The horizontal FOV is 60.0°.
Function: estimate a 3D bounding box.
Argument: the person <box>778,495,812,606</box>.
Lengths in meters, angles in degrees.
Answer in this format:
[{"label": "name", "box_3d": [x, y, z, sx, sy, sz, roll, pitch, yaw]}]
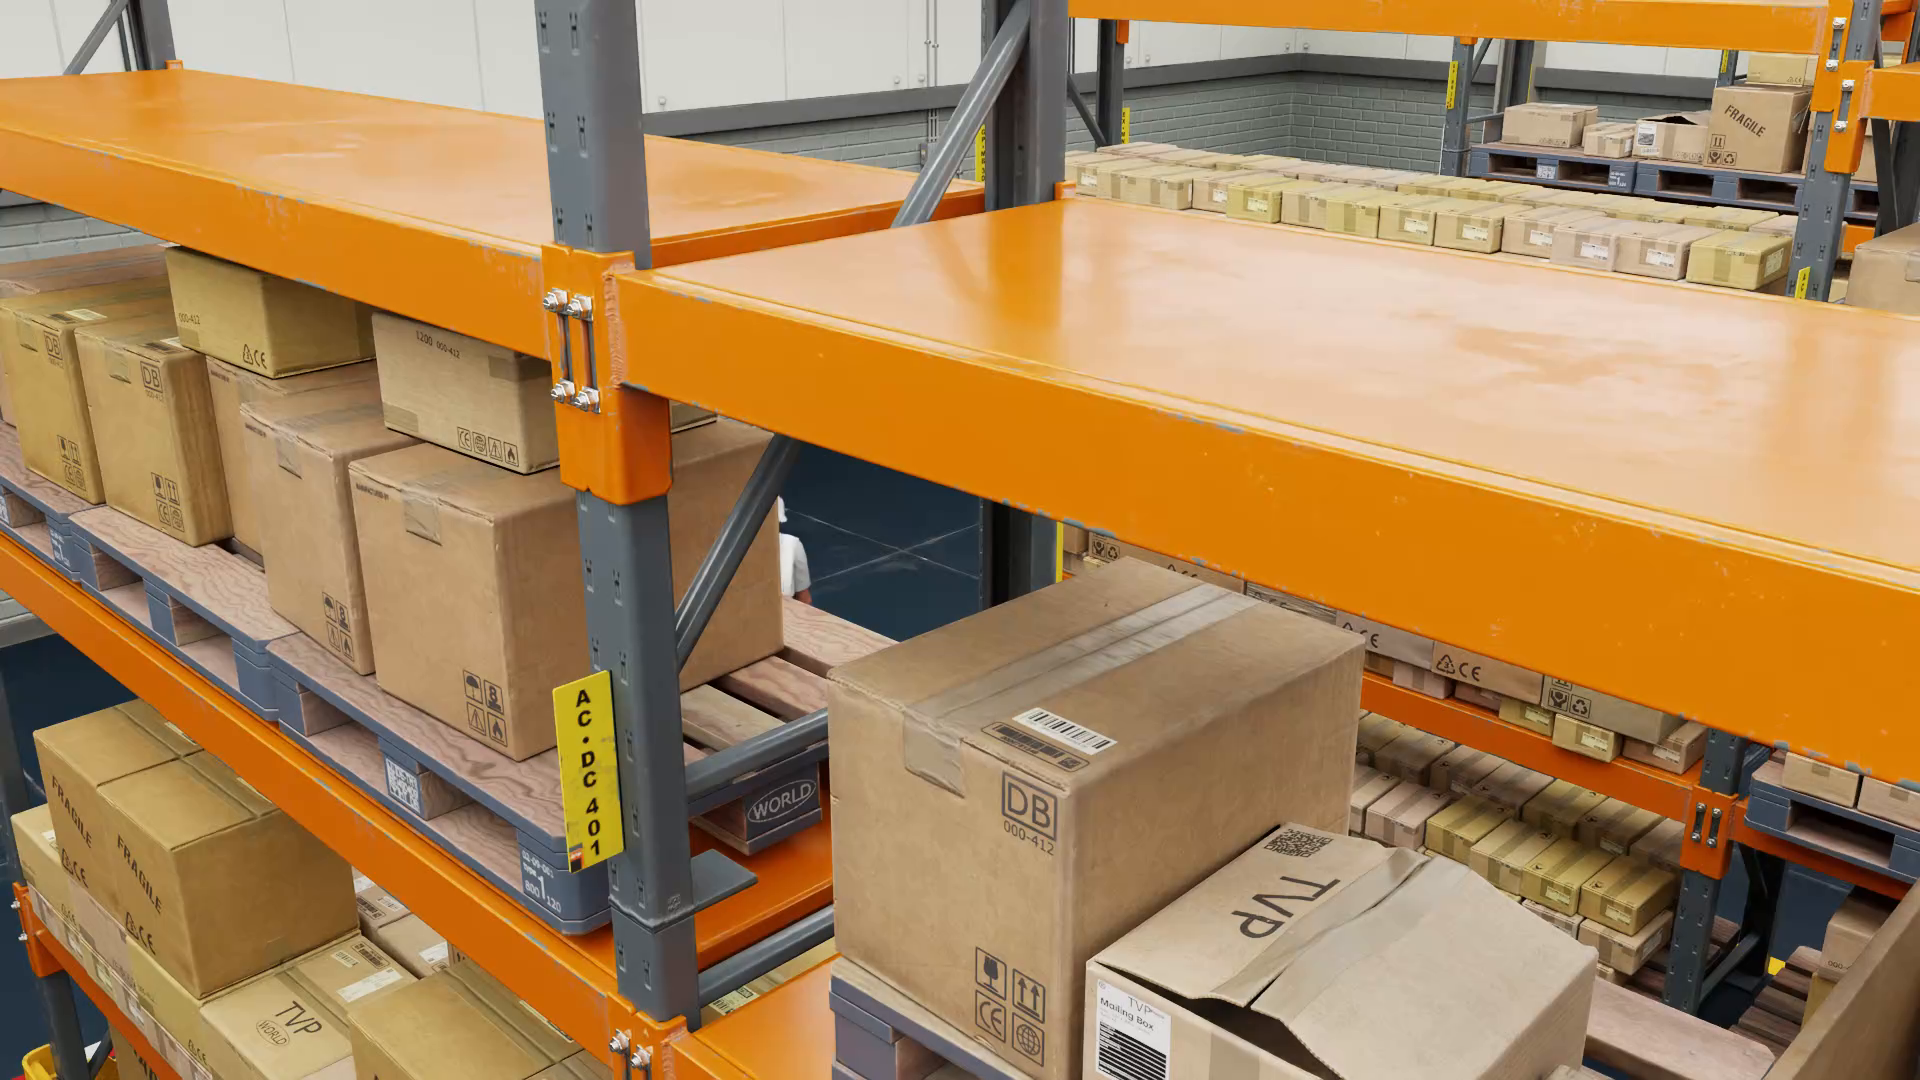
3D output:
[{"label": "person", "box_3d": [-1.086, 0.585, 8.919, 0.647, 1.768, 0.456, -1, 20, -2]}]
